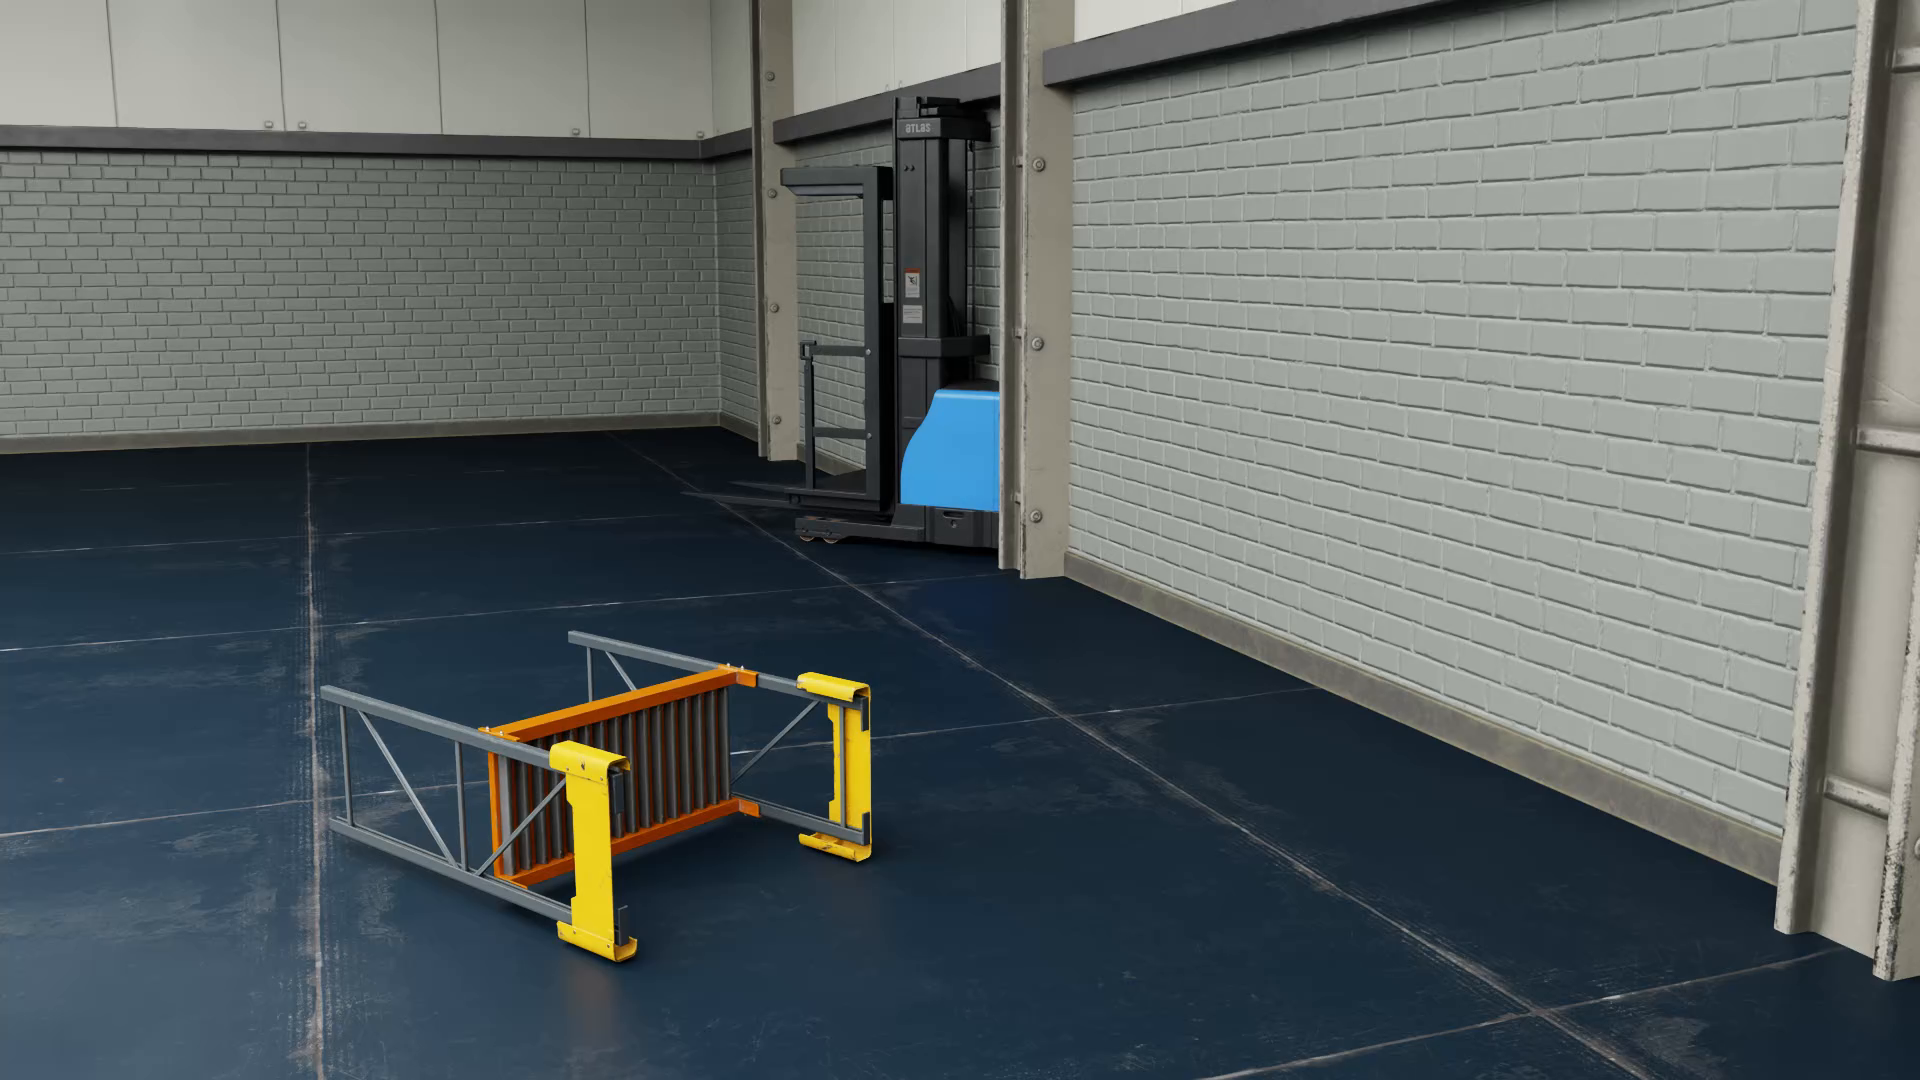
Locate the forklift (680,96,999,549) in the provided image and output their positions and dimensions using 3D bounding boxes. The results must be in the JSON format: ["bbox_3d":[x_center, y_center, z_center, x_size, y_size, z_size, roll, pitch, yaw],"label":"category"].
[{"bbox_3d":[-0.550,-1.495,11.454,3.031,2.935,1.130,5,11,28],"label":"forklift"}]

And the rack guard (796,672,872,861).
[{"bbox_3d":[-0.415,0.745,5.482,0.250,0.587,0.087,8,13,38],"label":"rack guard"}]

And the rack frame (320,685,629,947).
[{"bbox_3d":[-1.527,0.812,5.104,1.500,0.500,0.032,8,13,38],"label":"rack frame"}]

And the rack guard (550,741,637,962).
[{"bbox_3d":[-1.040,0.881,4.718,0.250,0.587,0.087,8,13,38],"label":"rack guard"}]

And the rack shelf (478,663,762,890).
[{"bbox_3d":[-1.068,0.763,5.382,0.185,0.538,1.000,8,13,38],"label":"rack shelf"}]

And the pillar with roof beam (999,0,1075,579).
[{"bbox_3d":[-3.557,-3.962,7.999,9.100,9.000,0.400,-4,11,-21],"label":"pillar with roof beam"}]

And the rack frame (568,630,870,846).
[{"bbox_3d":[-0.889,0.674,5.883,1.500,0.500,0.032,8,13,38],"label":"rack frame"}]

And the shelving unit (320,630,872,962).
[{"bbox_3d":[-1.214,0.744,5.486,1.500,0.587,1.083,8,13,38],"label":"shelving unit"}]

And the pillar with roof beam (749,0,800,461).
[{"bbox_3d":[-5.731,-4.941,13.505,9.100,9.000,0.400,-4,11,-21],"label":"pillar with roof beam"}]

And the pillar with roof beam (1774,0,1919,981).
[{"bbox_3d":[-1.382,-2.983,2.493,9.100,9.000,0.400,-4,11,-21],"label":"pillar with roof beam"}]
